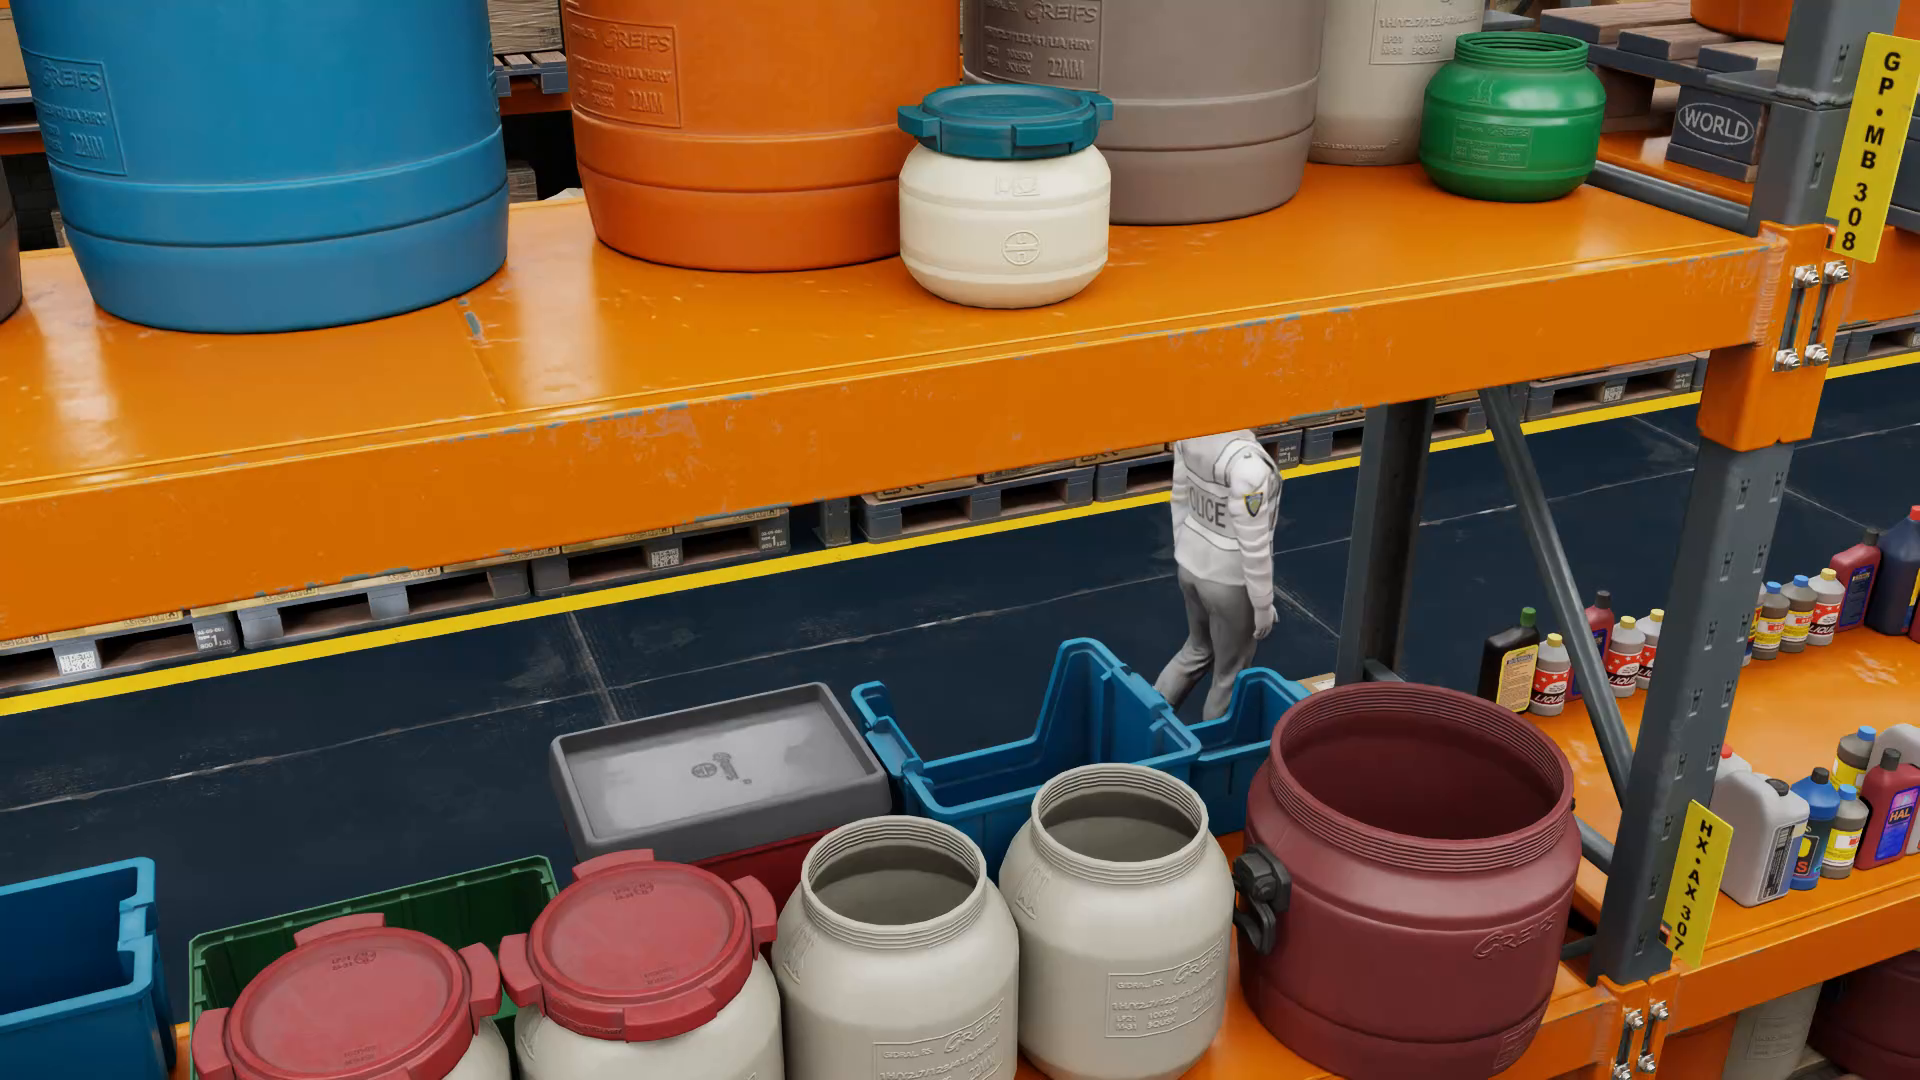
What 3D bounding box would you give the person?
[{"bbox_3d":[0.940,0.147,5.831,0.464,1.726,0.503,-11,28,-20],"label":"person"}]
